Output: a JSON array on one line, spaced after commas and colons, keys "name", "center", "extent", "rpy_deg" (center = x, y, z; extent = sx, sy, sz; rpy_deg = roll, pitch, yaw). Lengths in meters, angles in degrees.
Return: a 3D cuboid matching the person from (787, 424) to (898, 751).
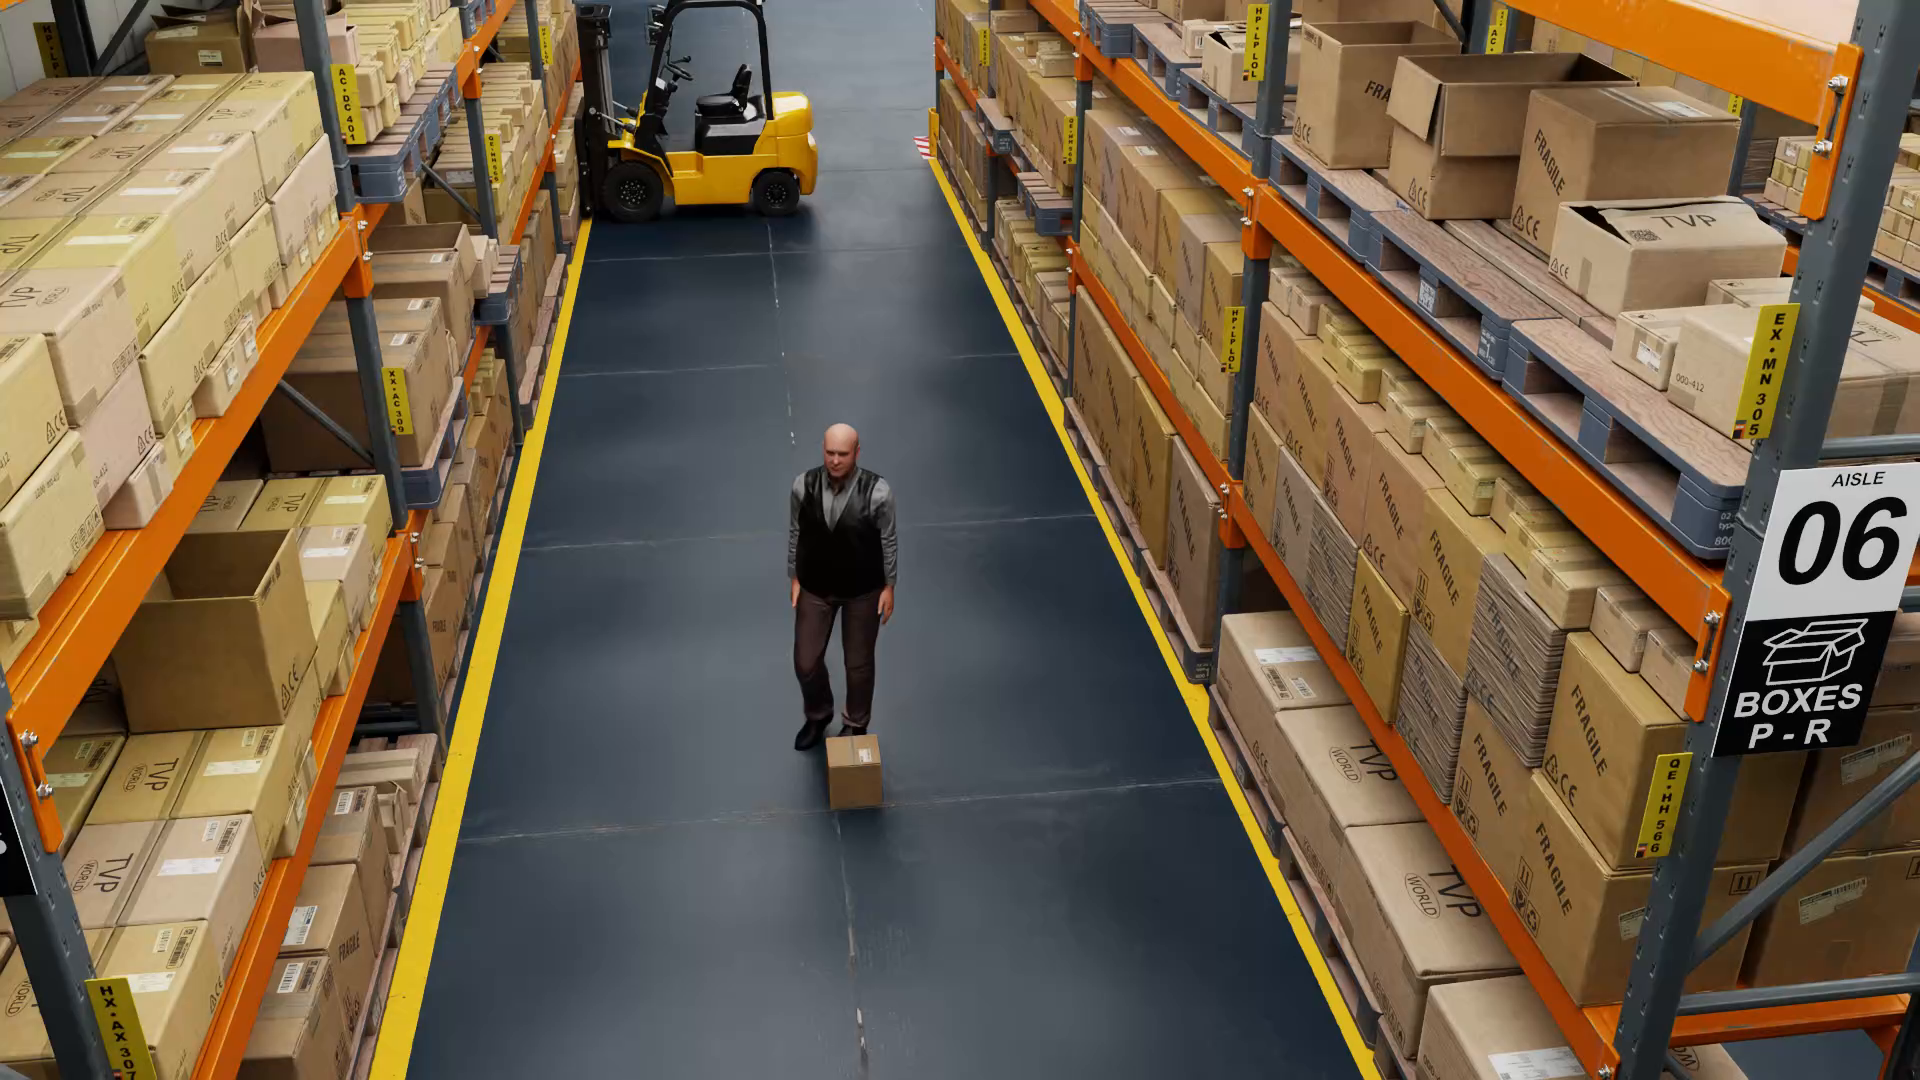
[{"name": "person", "center": [-0.580, 0.271, 8.126], "extent": [0.545, 1.750, 0.389], "rpy_deg": [4, 27, 8]}]
